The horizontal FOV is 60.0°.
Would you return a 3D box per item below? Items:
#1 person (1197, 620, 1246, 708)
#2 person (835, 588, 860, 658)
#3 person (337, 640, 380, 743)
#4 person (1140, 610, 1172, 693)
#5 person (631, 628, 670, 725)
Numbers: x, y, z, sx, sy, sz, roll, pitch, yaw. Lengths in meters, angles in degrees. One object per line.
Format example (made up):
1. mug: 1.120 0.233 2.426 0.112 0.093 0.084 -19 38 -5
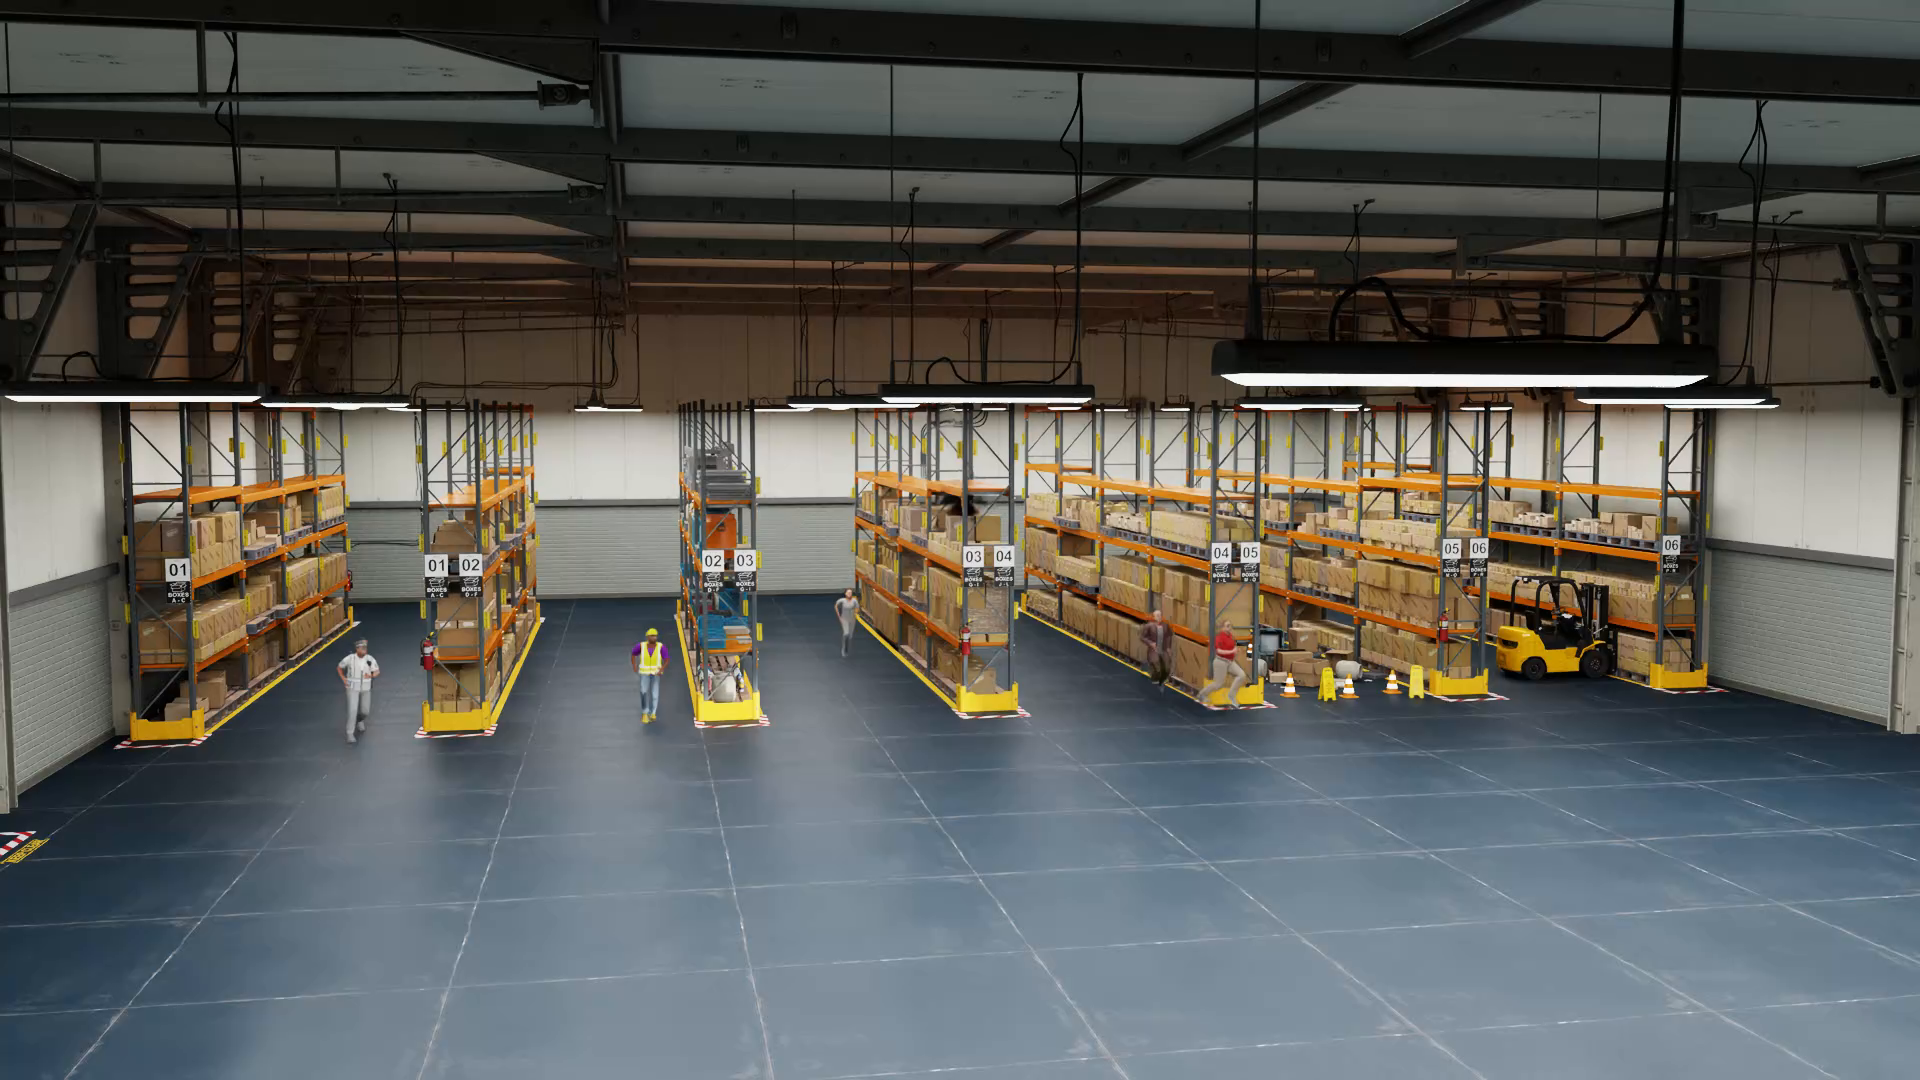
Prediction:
1. person: 5.007 2.348 31.700 0.920 1.664 0.674 4 6 42
2. person: -2.634 1.941 39.150 0.553 1.658 0.710 -1 5 -19
3. person: -10.643 2.646 29.520 0.685 1.765 0.905 -3 5 -36
4. person: 3.976 2.256 33.339 0.727 1.698 0.661 -1 4 -13
5. person: -5.751 2.527 30.919 0.713 1.769 0.678 -1 4 -13
